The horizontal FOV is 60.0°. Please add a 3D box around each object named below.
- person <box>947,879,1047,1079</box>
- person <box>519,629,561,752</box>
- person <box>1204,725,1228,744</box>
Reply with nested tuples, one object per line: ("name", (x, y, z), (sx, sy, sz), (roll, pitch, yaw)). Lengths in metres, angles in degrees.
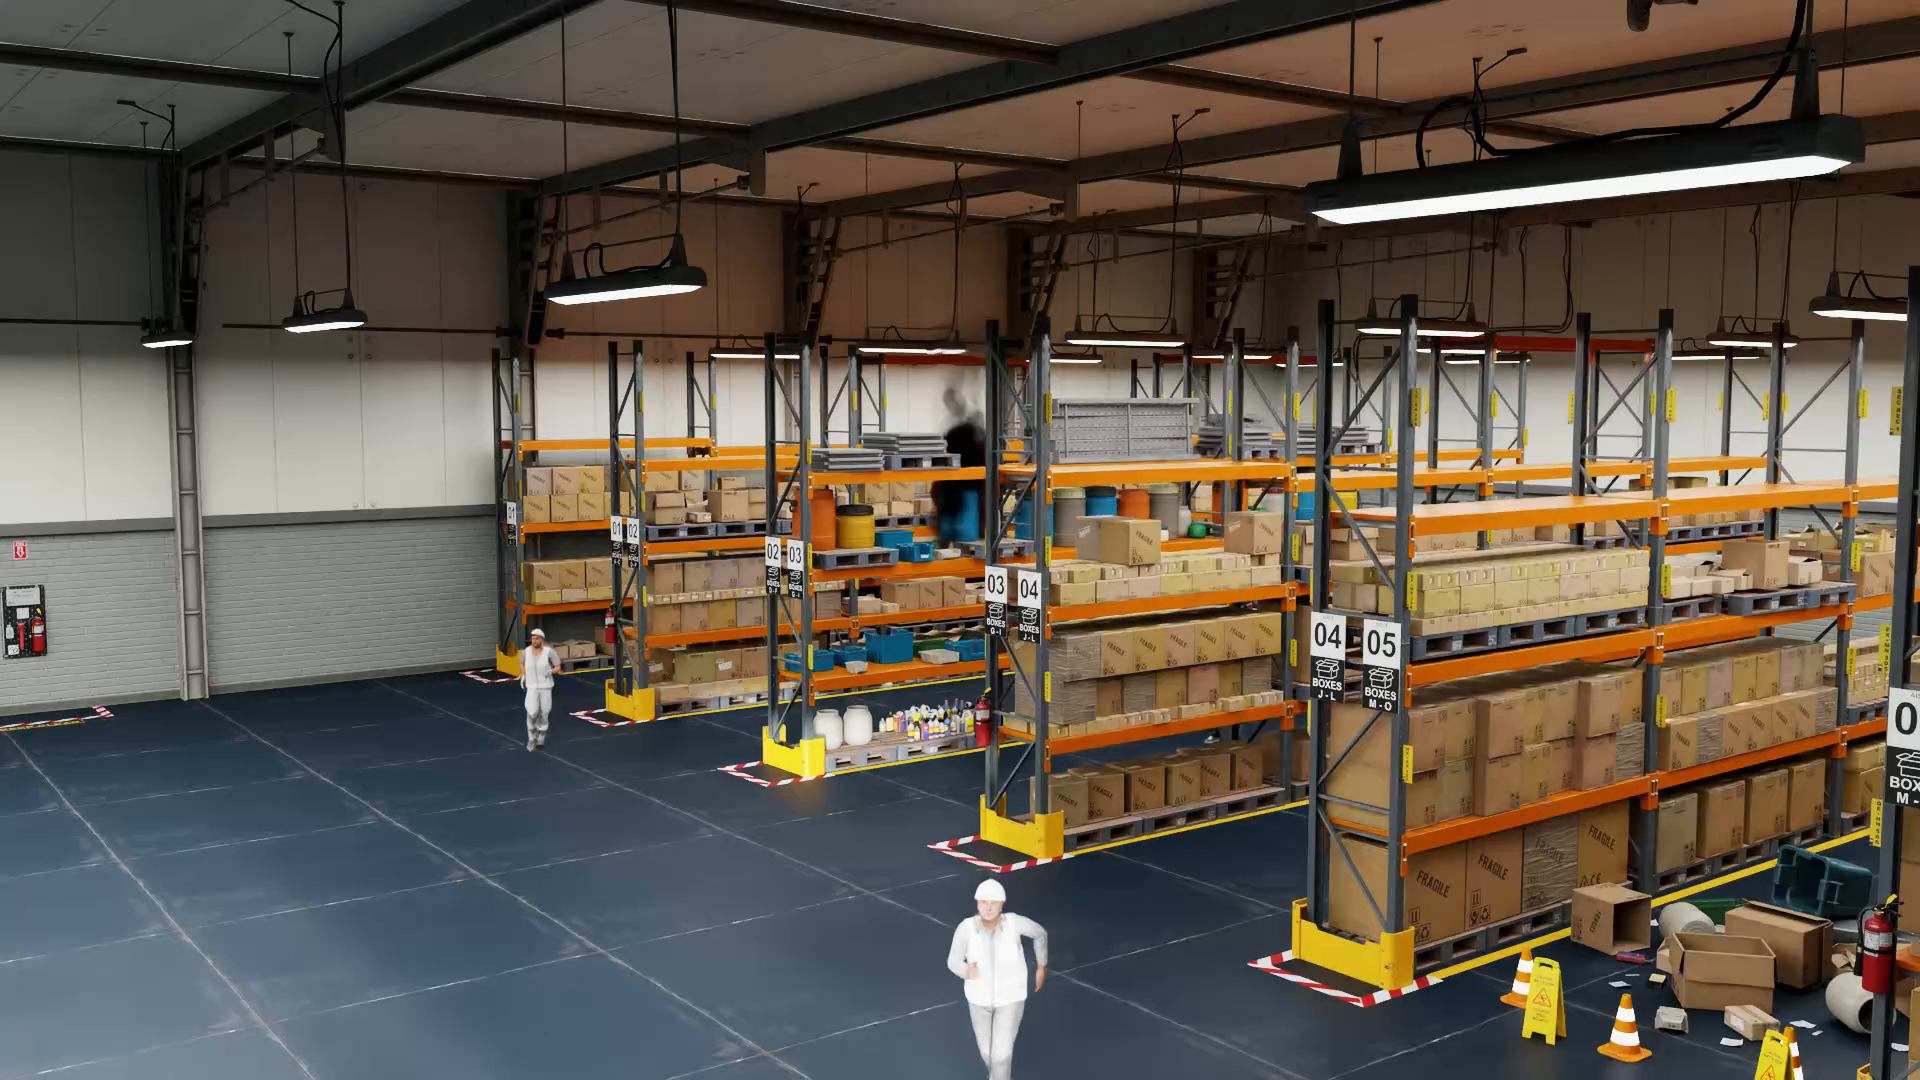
("person", (0.258, 3.253, 11.774), (0.681, 1.772, 0.814), (1, 5, 10))
("person", (-6.078, 2.177, 24.042), (0.620, 1.803, 0.706), (-1, 5, -8))
("person", (3.626, 2.172, 23.259), (0.566, 1.323, 0.539), (-4, 6, -35))
